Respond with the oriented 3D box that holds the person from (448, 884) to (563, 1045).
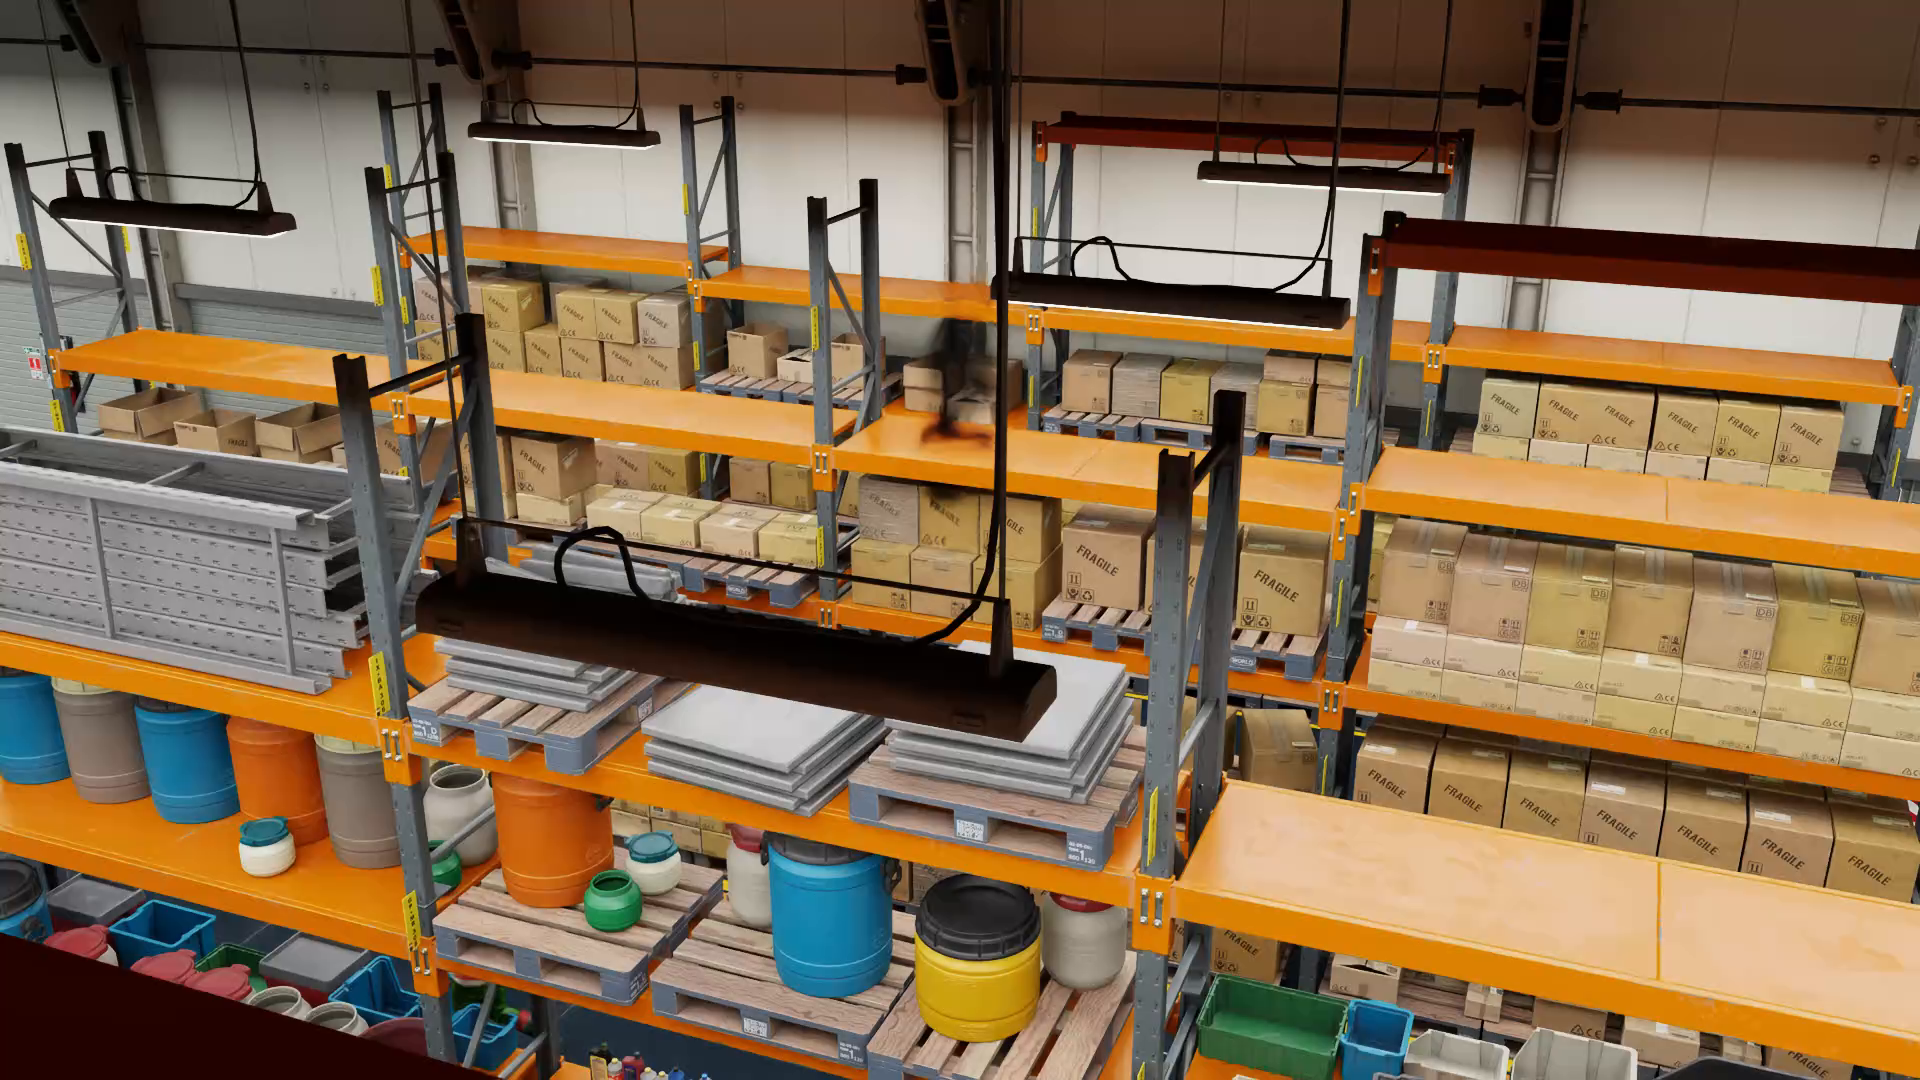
[{"bbox_3d":[-3.379,3.082,11.809,0.936,1.786,0.667,7,22,18],"label":"person"}]
